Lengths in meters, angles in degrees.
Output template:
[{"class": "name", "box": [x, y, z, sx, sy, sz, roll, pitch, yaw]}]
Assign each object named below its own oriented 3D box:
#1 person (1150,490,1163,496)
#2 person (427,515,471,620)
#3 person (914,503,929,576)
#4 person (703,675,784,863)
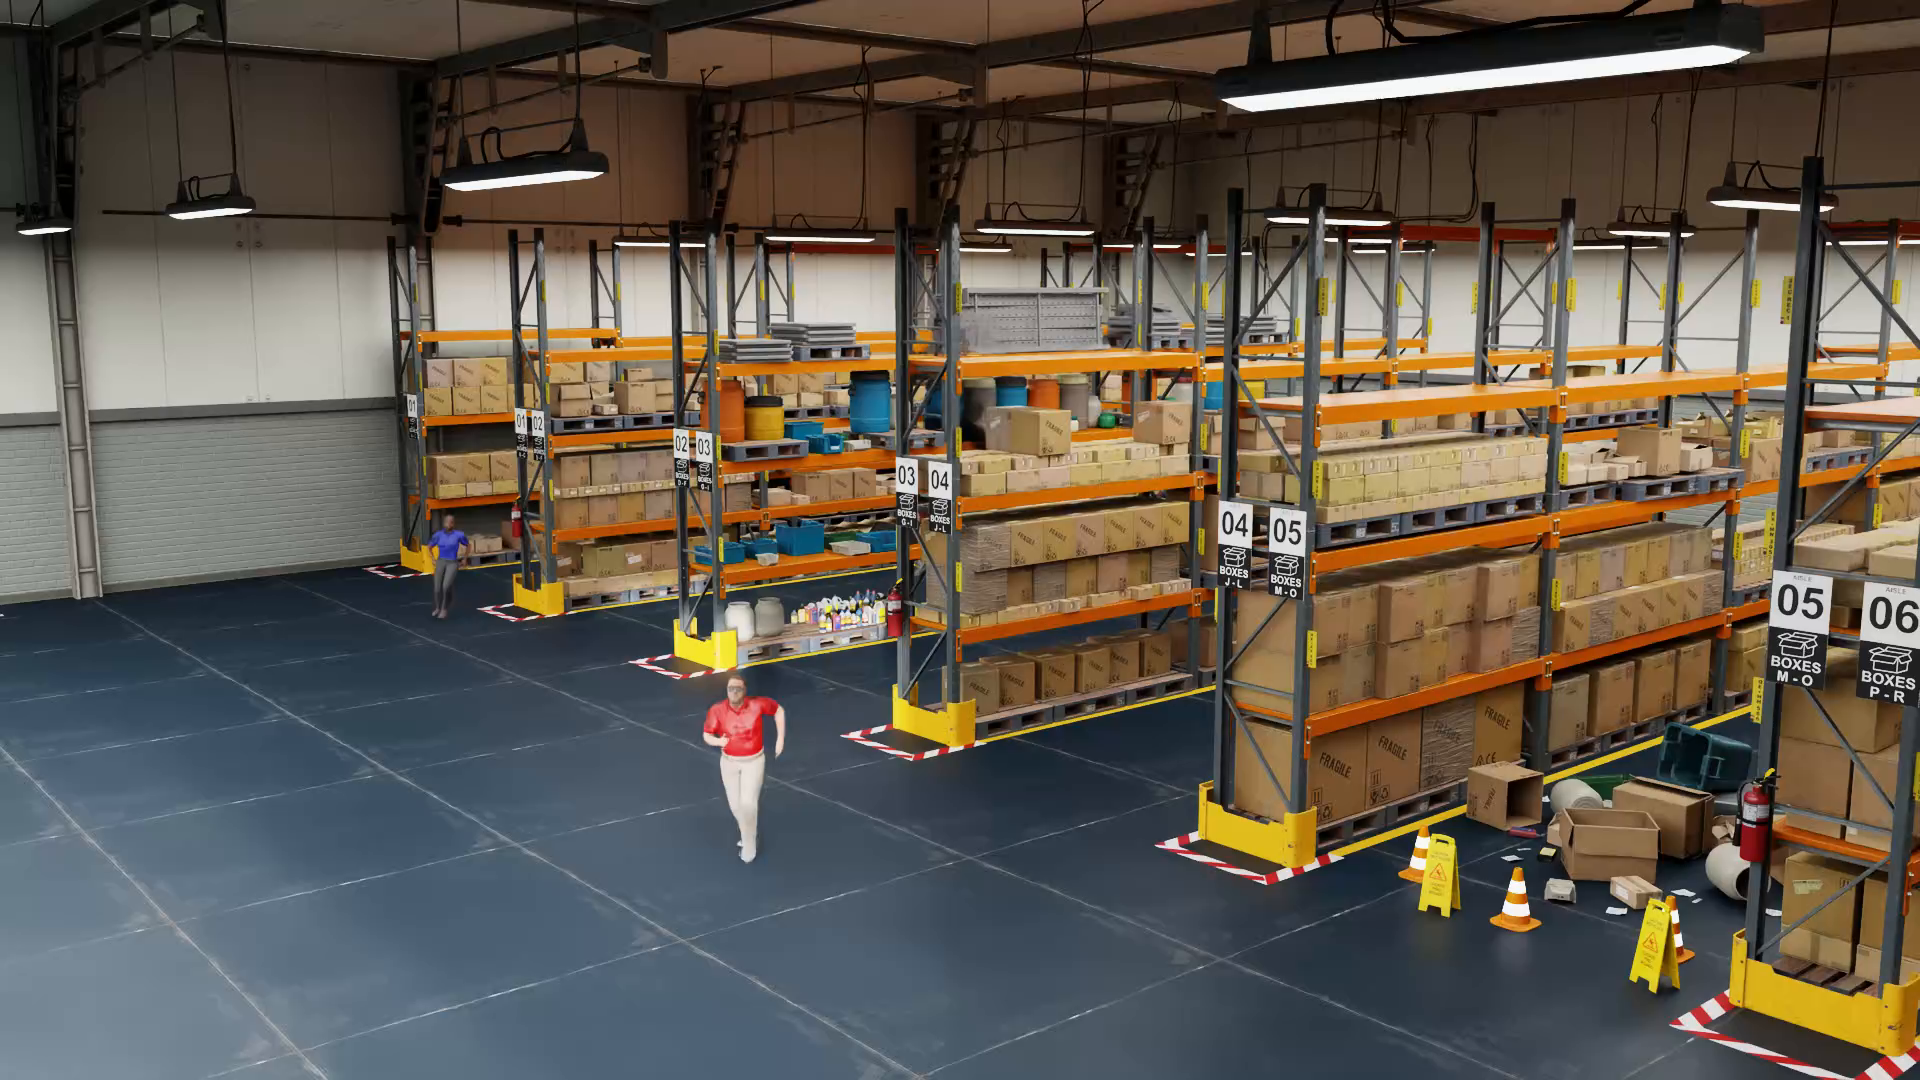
[{"class": "person", "box": [3.745, -0.471, 31.801, 0.522, 1.554, 0.598, 8, 12, 40]}, {"class": "person", "box": [-7.938, 0.416, 25.794, 0.632, 1.624, 0.636, 0, 9, -3]}, {"class": "person", "box": [-0.615, -0.261, 28.181, 0.654, 1.685, 0.643, -8, 12, -42]}, {"class": "person", "box": [-1.947, 2.042, 14.958, 0.693, 1.725, 0.832, 0, 9, 2]}]
